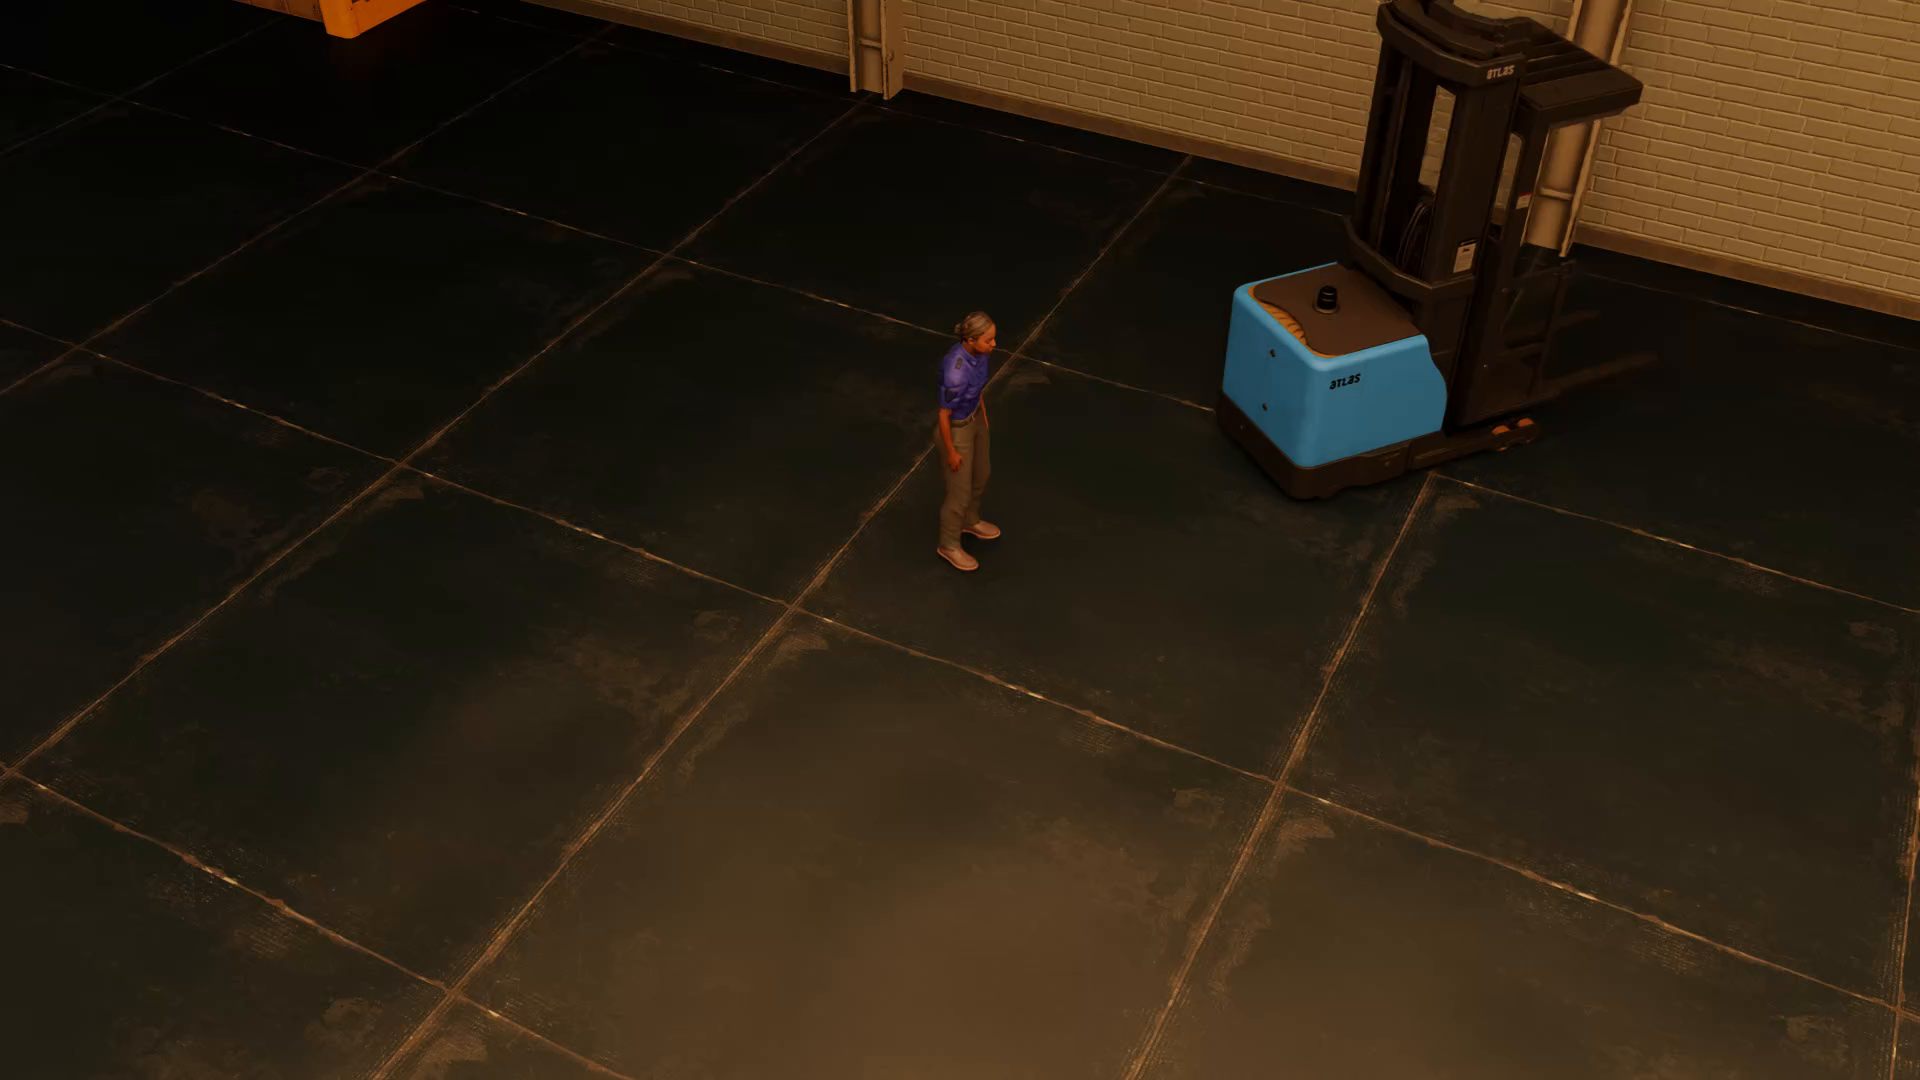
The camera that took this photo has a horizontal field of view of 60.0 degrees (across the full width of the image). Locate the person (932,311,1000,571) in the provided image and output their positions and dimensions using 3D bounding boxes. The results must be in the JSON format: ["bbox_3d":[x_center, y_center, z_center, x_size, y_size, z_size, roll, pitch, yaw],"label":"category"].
[{"bbox_3d":[0.035,-0.620,9.716,0.349,1.654,0.513,17,43,19],"label":"person"}]

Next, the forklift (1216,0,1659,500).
[{"bbox_3d":[3.276,-2.005,10.367,3.031,2.935,1.130,-16,43,-18],"label":"forklift"}]
